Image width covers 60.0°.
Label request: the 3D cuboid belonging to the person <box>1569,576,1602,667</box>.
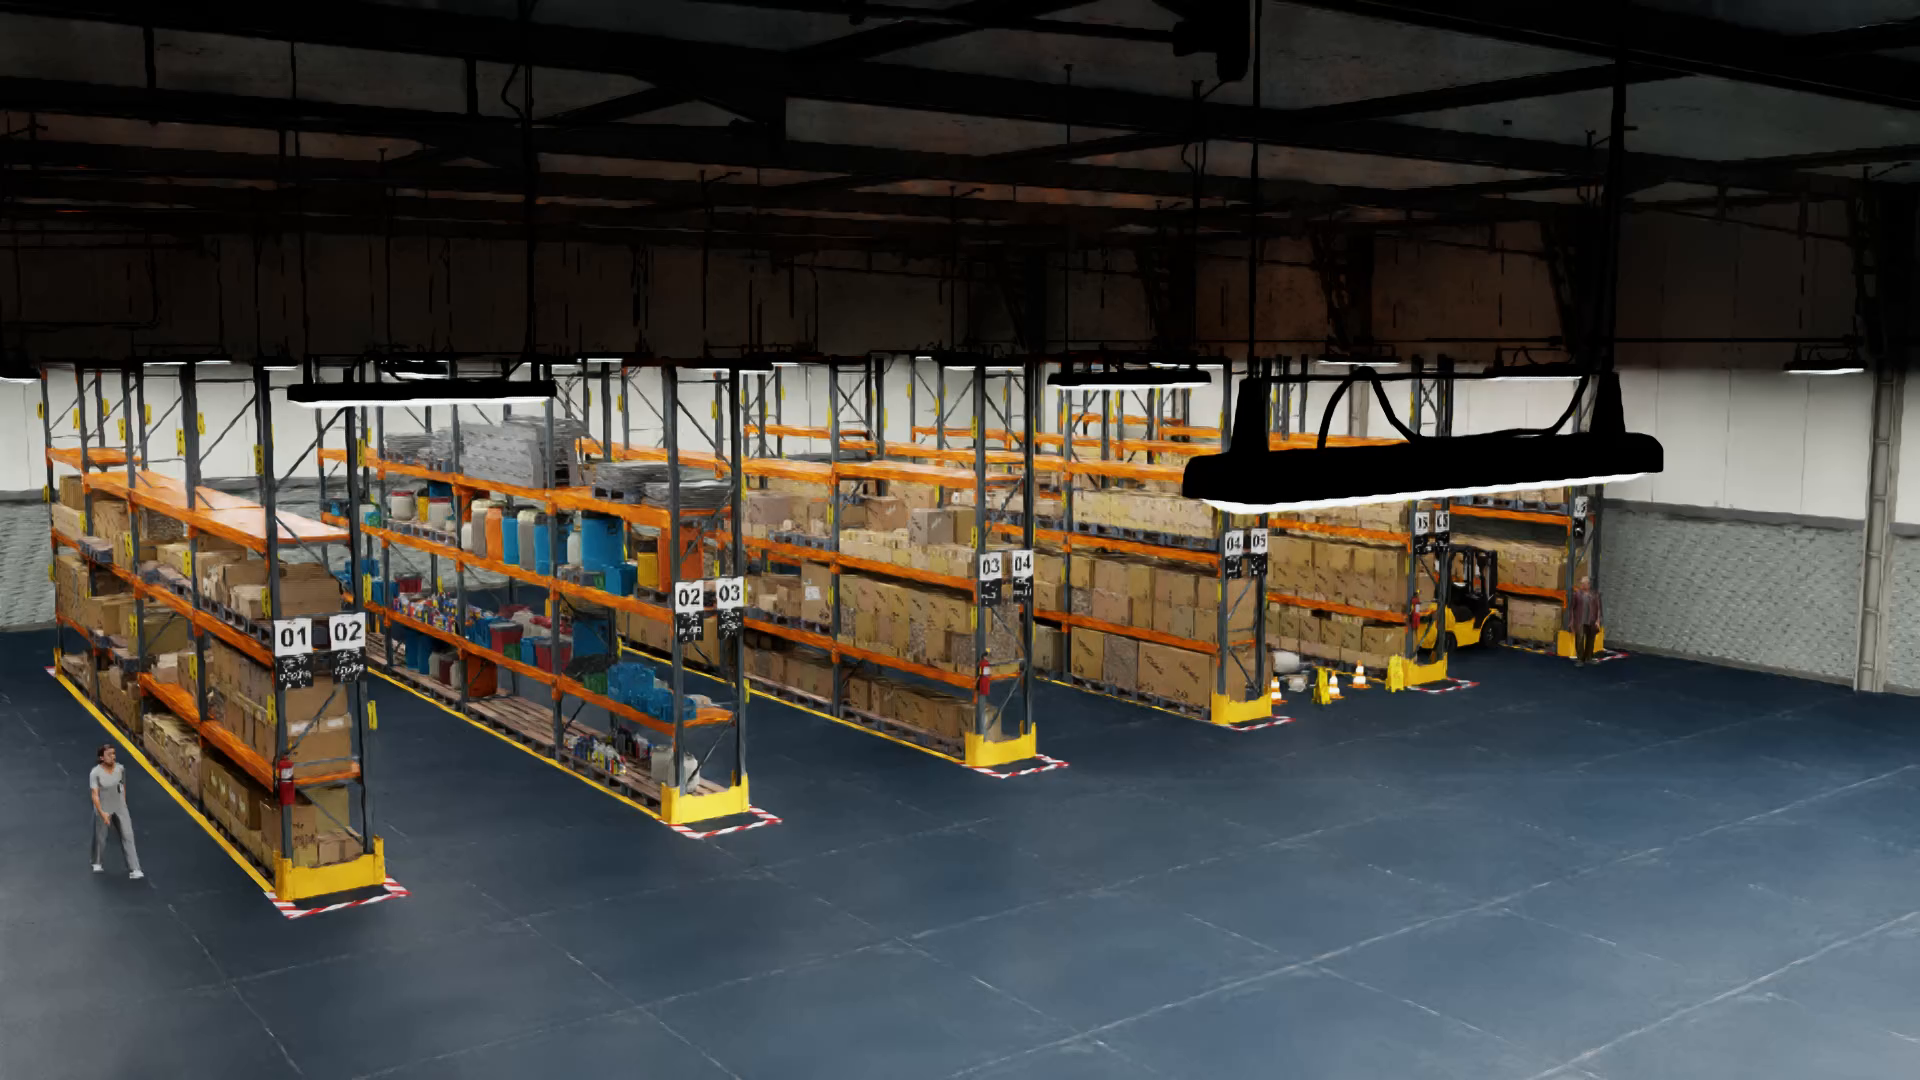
[{"bbox_3d":[12.176,1.580,32.362,0.618,1.766,0.675,3,7,20],"label":"person"}]

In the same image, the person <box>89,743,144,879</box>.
[{"bbox_3d":[-10.012,3.176,19.584,0.444,1.604,1.016,-7,10,-44],"label":"person"}]
